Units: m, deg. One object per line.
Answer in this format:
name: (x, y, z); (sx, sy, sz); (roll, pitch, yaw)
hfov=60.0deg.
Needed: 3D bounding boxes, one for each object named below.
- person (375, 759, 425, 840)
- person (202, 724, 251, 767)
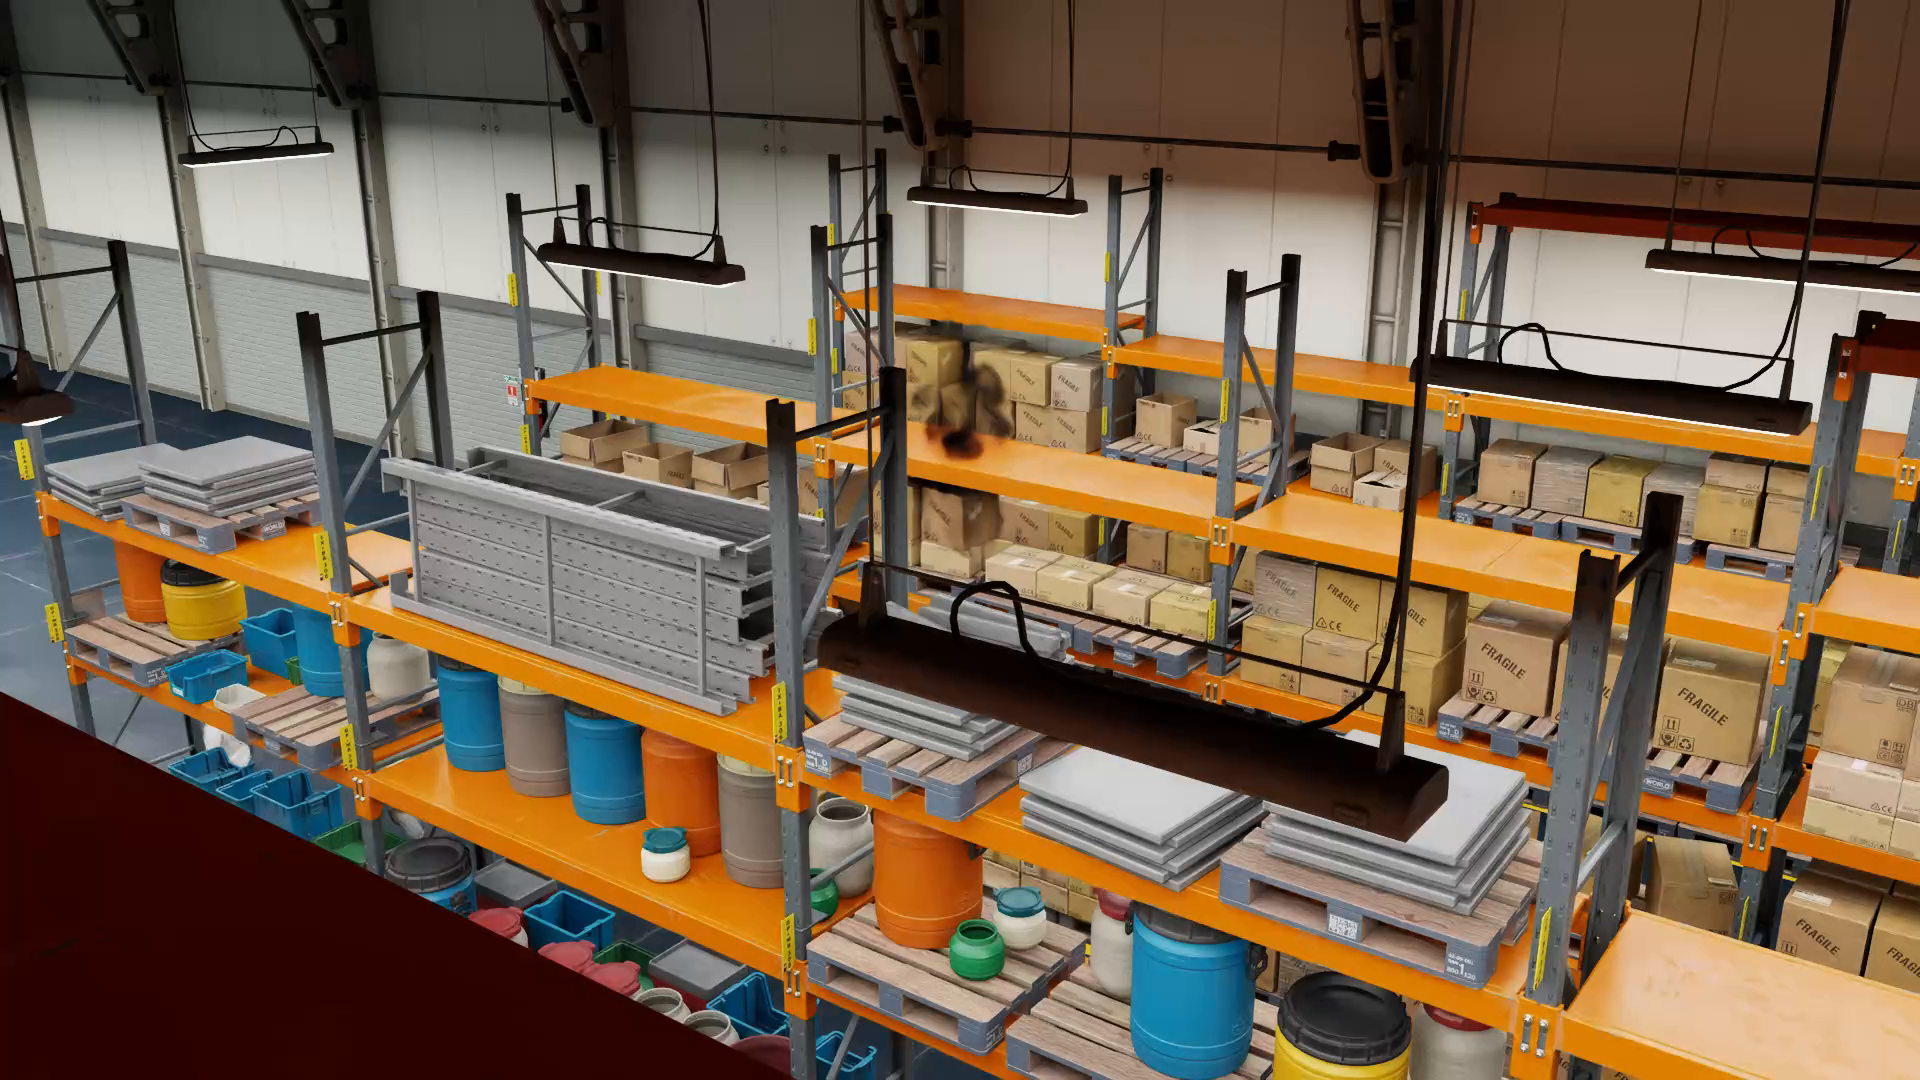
person: (-5.374, 2.249, 15.528); (0.950, 1.776, 0.656); (8, 20, 23)
person: (-6.970, 2.173, 15.899); (0.800, 1.757, 0.732); (0, 18, 1)
